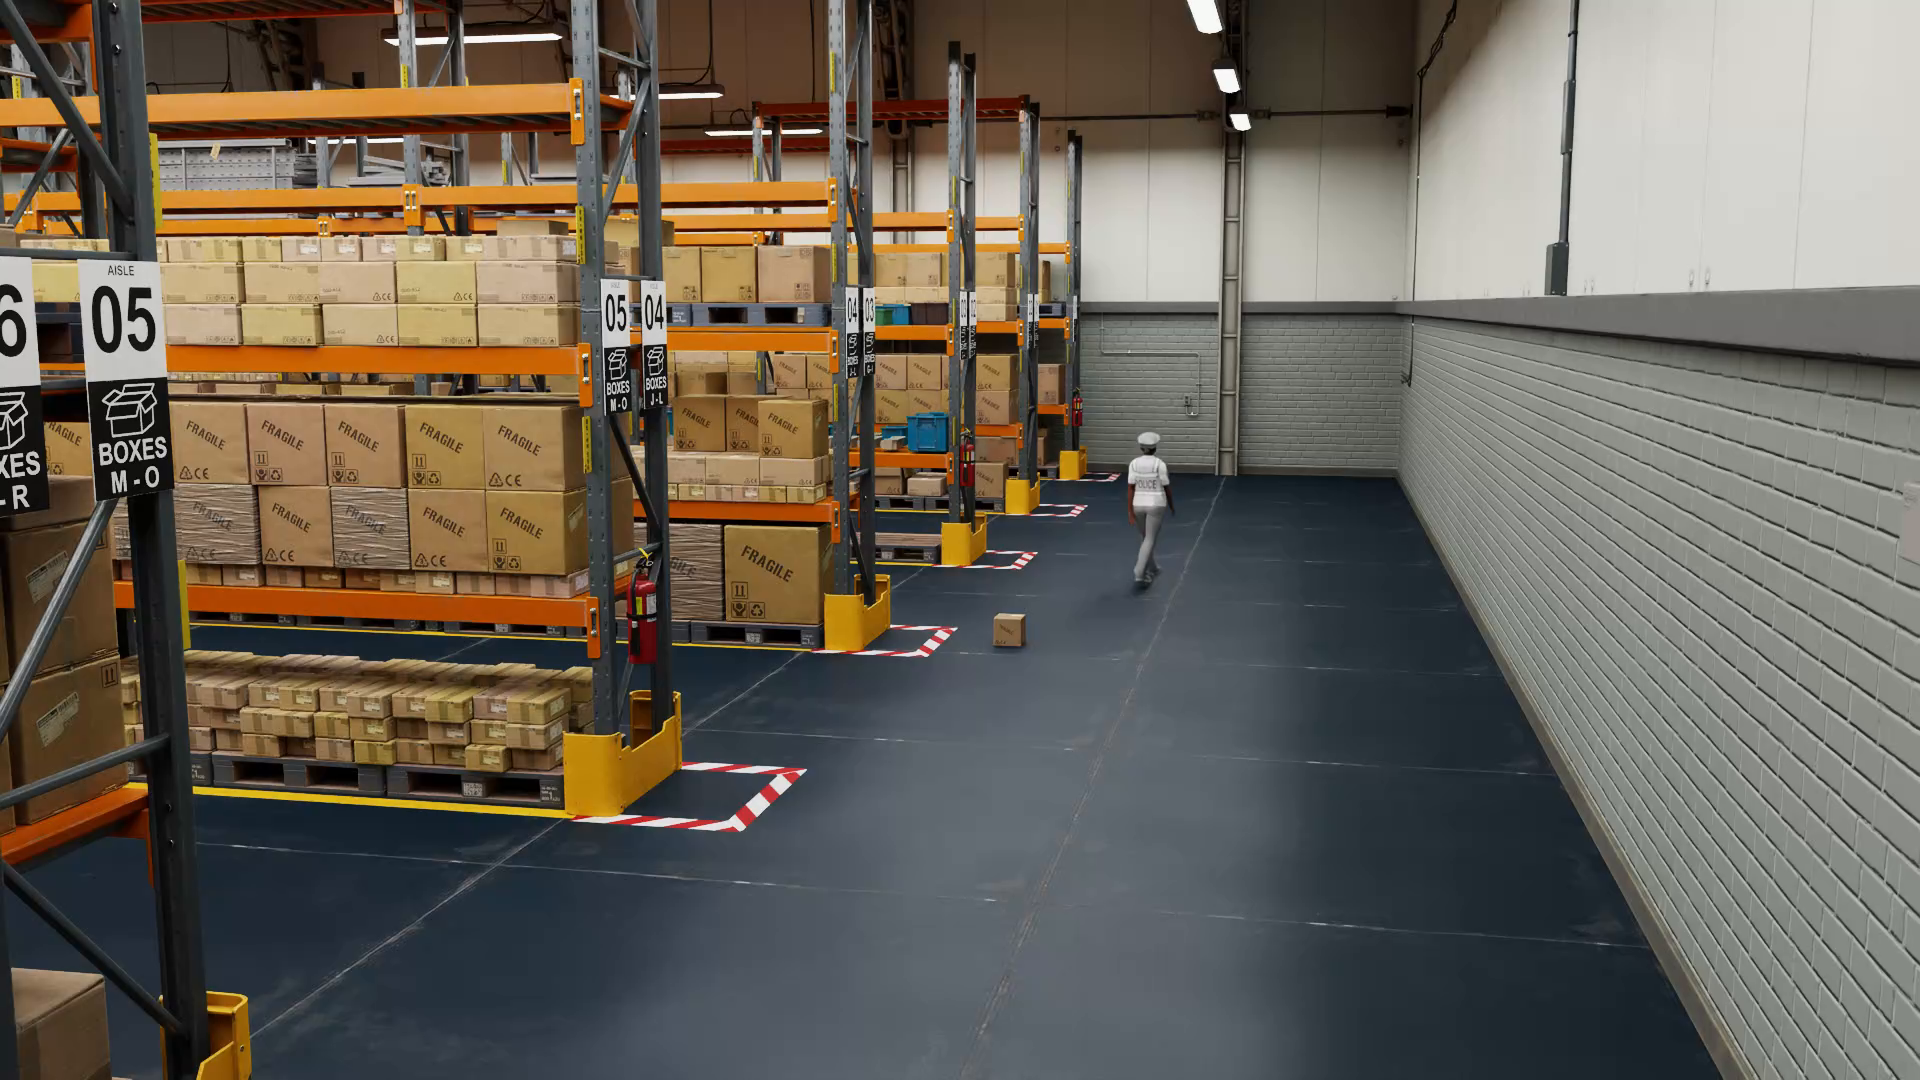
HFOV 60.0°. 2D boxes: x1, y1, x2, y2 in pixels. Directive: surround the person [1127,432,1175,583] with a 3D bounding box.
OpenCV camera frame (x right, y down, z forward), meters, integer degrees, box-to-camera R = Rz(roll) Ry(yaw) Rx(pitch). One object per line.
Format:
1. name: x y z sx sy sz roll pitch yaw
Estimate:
1. person: 2.115 -0.376 18.305 0.449 1.632 0.988 5 9 30
